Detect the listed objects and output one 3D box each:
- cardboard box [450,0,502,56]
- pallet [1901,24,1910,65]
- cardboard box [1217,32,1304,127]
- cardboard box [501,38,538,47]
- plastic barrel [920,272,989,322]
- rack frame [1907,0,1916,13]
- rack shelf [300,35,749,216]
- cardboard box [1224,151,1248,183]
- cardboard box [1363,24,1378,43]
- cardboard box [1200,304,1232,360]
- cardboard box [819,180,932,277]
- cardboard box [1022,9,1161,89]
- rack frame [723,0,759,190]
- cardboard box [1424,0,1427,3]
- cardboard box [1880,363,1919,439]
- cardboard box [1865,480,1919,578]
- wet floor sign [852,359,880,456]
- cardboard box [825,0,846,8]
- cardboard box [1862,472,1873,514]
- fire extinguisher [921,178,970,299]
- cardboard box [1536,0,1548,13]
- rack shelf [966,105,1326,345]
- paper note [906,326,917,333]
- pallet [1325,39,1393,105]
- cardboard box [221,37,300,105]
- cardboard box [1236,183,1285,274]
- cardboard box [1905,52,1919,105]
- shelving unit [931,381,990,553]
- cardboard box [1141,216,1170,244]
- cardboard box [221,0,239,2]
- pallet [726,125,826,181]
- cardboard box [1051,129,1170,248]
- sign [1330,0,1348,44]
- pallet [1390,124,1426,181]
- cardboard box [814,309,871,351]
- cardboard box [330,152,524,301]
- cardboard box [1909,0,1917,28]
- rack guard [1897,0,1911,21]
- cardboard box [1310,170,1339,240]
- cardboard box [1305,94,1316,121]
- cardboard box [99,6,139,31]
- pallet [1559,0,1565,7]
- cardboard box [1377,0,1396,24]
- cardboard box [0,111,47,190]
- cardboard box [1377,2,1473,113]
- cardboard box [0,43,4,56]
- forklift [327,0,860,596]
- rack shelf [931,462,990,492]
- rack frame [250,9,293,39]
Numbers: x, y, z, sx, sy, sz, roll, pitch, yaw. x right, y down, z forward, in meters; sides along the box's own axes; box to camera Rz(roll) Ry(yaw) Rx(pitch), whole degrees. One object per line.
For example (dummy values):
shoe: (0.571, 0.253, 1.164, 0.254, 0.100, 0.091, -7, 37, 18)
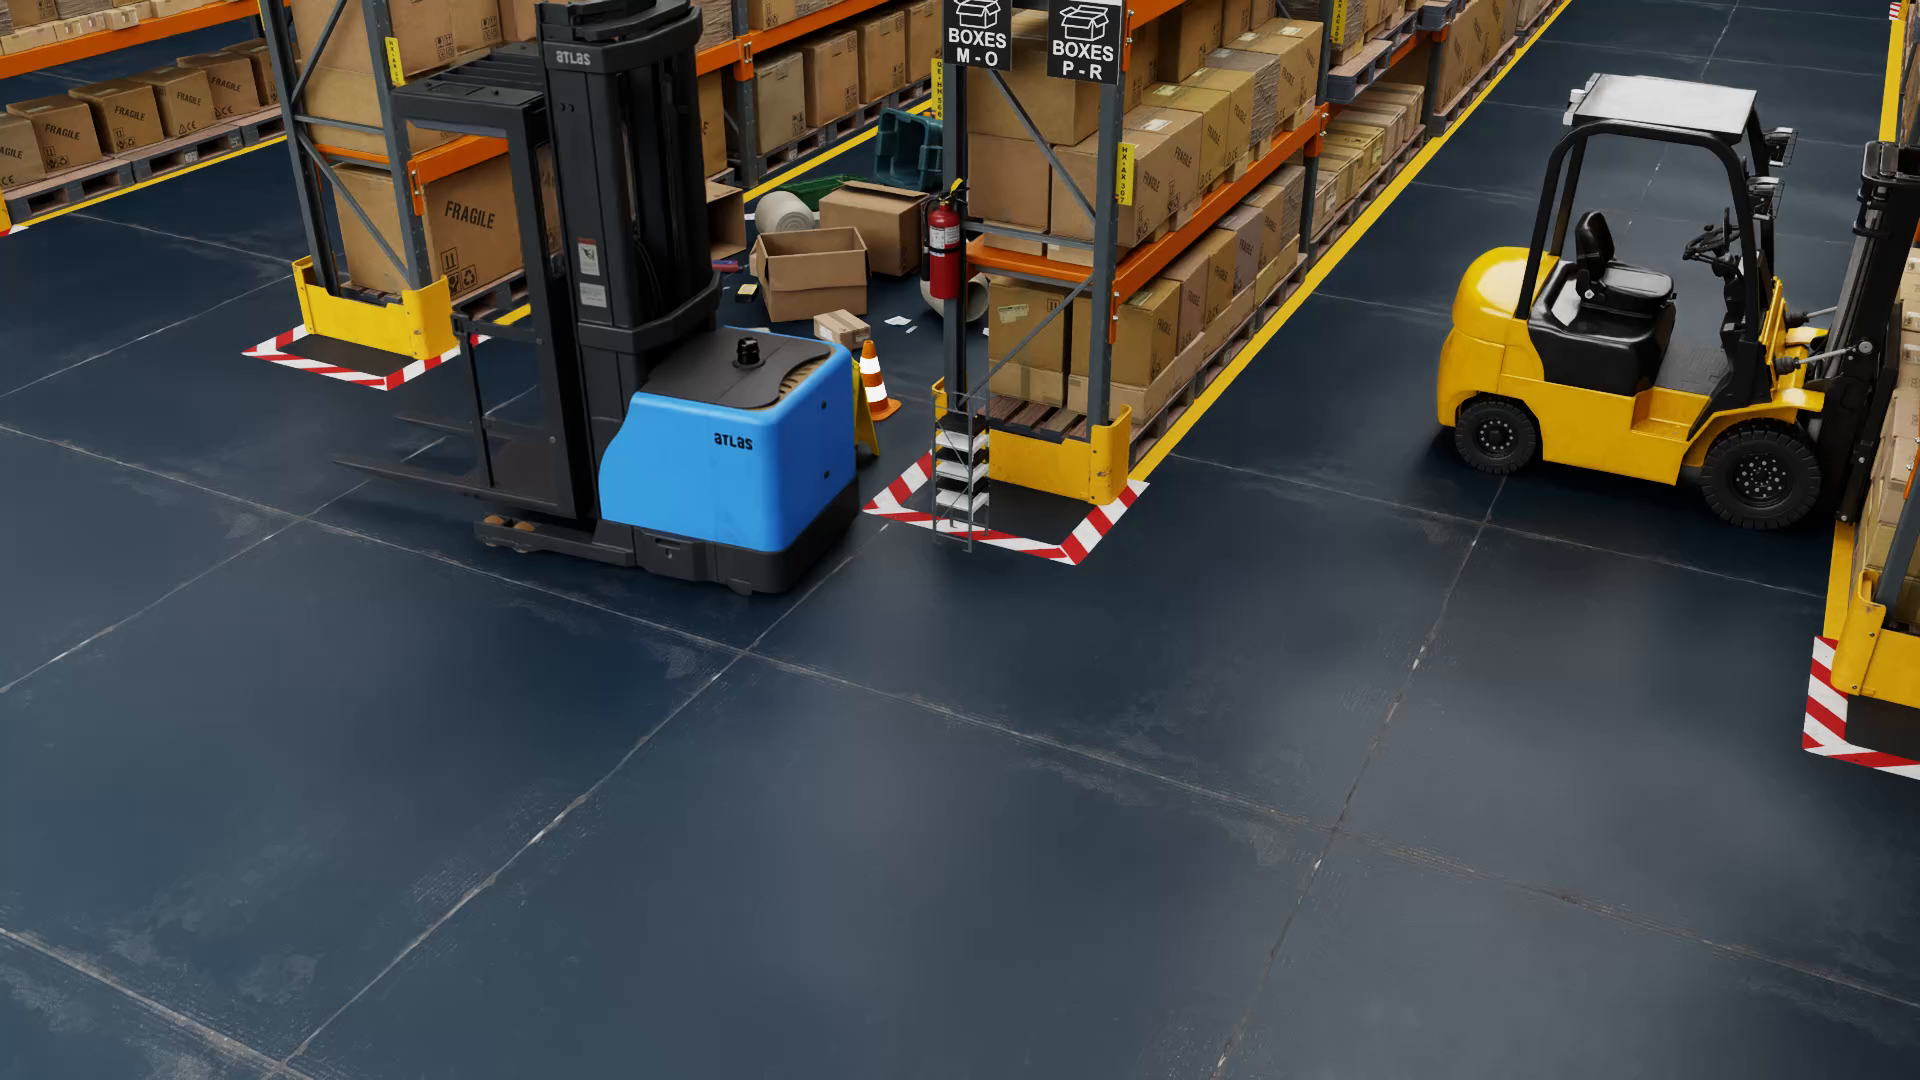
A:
cardboard box: (-3.704, -3.695, 11.438, 0.875, 0.550, 0.550, 14, 33, 23)
pallet: (11.132, -5.497, 18.610, 1.003, 0.211, 1.213, 14, 33, 23)
cardboard box: (1.989, -3.126, 11.282, 0.500, 0.500, 0.500, 15, 33, 25)
cardboard box: (-3.349, -3.450, 12.095, 0.875, 0.550, 0.550, 14, 33, 23)
plastic barrel: (-0.030, -1.805, 11.969, 0.421, 0.421, 0.512, -12, 32, -20)
rack frame: (12.086, -7.632, 19.528, 1.000, 3.000, 0.127, 14, 33, 23)
rack shelf: (-3.165, -3.316, 12.735, 1.077, 0.370, 4.000, 14, 33, 23)
cardboard box: (1.635, -2.436, 10.732, 0.380, 0.149, 0.250, 15, 33, 24)
cardboard box: (3.069, -4.040, 13.103, 0.380, 0.149, 0.250, 15, 33, 24)
cardboard box: (1.467, -1.417, 11.046, 0.500, 0.250, 0.500, 17, 34, 27)
cardboard box: (-0.659, -2.409, 12.804, 0.797, 0.637, 0.503, 14, 33, 23)
cardboard box: (0.793, -3.018, 10.090, 0.700, 0.500, 0.500, 14, 33, 23)
rack frame: (-2.254, -4.515, 14.100, 1.000, 3.000, 0.127, 14, 33, 23)
cardboard box: (3.827, -4.718, 14.284, 0.380, 0.149, 0.250, 13, 32, 21)
cardboard box: (5.177, -0.691, 8.777, 0.500, 0.250, 0.500, 15, 33, 24)
cardboard box: (4.740, -0.032, 8.132, 0.500, 0.250, 0.500, 14, 33, 23)
wet floor sign: (-0.663, -0.801, 9.997, 0.232, 0.644, 0.267, -25, 38, -36)
cardboard box: (-1.315, -5.175, 15.150, 0.500, 0.500, 0.500, 14, 33, 23)
cardboard box: (5.201, -0.247, 9.007, 0.500, 0.250, 0.500, 15, 33, 24)
fire extinguisher: (-0.086, -1.684, 9.248, 0.296, 0.674, 0.183, 14, 33, 23)
cardboard box: (6.632, -6.705, 20.066, 0.875, 0.438, 0.875, 13, 32, 22)
rack shelf: (1.287, -2.238, 10.858, 1.077, 0.370, 4.000, 14, 33, 23)
paper note: (-0.345, -1.502, 11.855, 0.032, 0.001, 0.123, 14, 33, 23)
pallet: (2.676, -3.659, 12.803, 1.003, 0.211, 1.213, 14, 33, 23)
cardboard box: (-6.841, -4.615, 16.362, 0.500, 0.500, 0.500, 13, 32, 22)
cardboard box: (1.938, -2.203, 11.660, 0.500, 0.500, 0.500, 15, 33, 24)
cardboard box: (9.378, -4.335, 15.875, 0.500, 0.500, 0.500, 13, 32, 22)
shelving unit: (0.004, -0.394, 9.032, 0.258, 0.900, 0.210, 14, 33, 23)
cardboard box: (1.011, -1.873, 9.751, 0.380, 0.149, 0.250, 13, 32, 22)
cardboard box: (-6.764, -5.072, 15.323, 0.380, 0.149, 0.250, 14, 33, 23)
pallet: (-1.970, -3.665, 15.420, 1.003, 0.211, 1.213, 14, 33, 23)
cardboard box: (0.839, -1.983, 9.292, 0.500, 0.500, 0.500, 14, 33, 23)
sign: (2.685, -3.693, 11.799, 0.100, 0.325, 0.005, 14, 33, 23)
pallet: (3.663, -3.655, 15.402, 1.003, 0.211, 1.213, 14, 33, 23)
cardboard box: (-0.825, -1.466, 11.654, 0.250, 0.149, 0.380, -18, 34, -28)
cardboard box: (-3.826, -2.318, 11.986, 0.875, 0.875, 0.875, 14, 33, 24)
cardboard box: (11.299, -6.111, 18.967, 0.700, 0.500, 0.500, 16, 33, 25)
rack guard: (12.051, -6.515, 20.092, 1.175, 0.500, 0.348, 14, 33, 23)
cardboard box: (2.435, -2.712, 13.178, 0.950, 0.372, 0.625, 15, 33, 24)
cardboard box: (2.324, -3.116, 11.917, 0.380, 0.149, 0.250, 14, 33, 23)
cardboard box: (-7.334, -4.518, 14.358, 0.380, 0.149, 0.250, 14, 33, 23)
pallet: (7.371, -7.175, 21.533, 1.003, 0.211, 1.213, 14, 33, 23)
cardboard box: (3.133, -4.372, 13.031, 0.500, 0.500, 0.500, 14, 33, 23)
cardboard box: (-8.146, -3.283, 14.043, 0.500, 0.500, 0.500, 21, 36, 32)
cardboard box: (4.409, -4.758, 16.236, 0.875, 0.875, 0.875, 14, 33, 23)
cardboard box: (-7.973, -3.982, 13.423, 0.380, 0.149, 0.250, 14, 33, 23)
forklift: (-2.135, -1.432, 8.800, 3.031, 2.935, 1.130, 11, 32, 18)
rack shelf: (0.004, -0.365, 9.049, 0.258, 0.077, 0.200, 14, 33, 23)
rack frame: (-6.623, -5.685, 16.138, 1.000, 3.000, 0.127, 14, 33, 23)
